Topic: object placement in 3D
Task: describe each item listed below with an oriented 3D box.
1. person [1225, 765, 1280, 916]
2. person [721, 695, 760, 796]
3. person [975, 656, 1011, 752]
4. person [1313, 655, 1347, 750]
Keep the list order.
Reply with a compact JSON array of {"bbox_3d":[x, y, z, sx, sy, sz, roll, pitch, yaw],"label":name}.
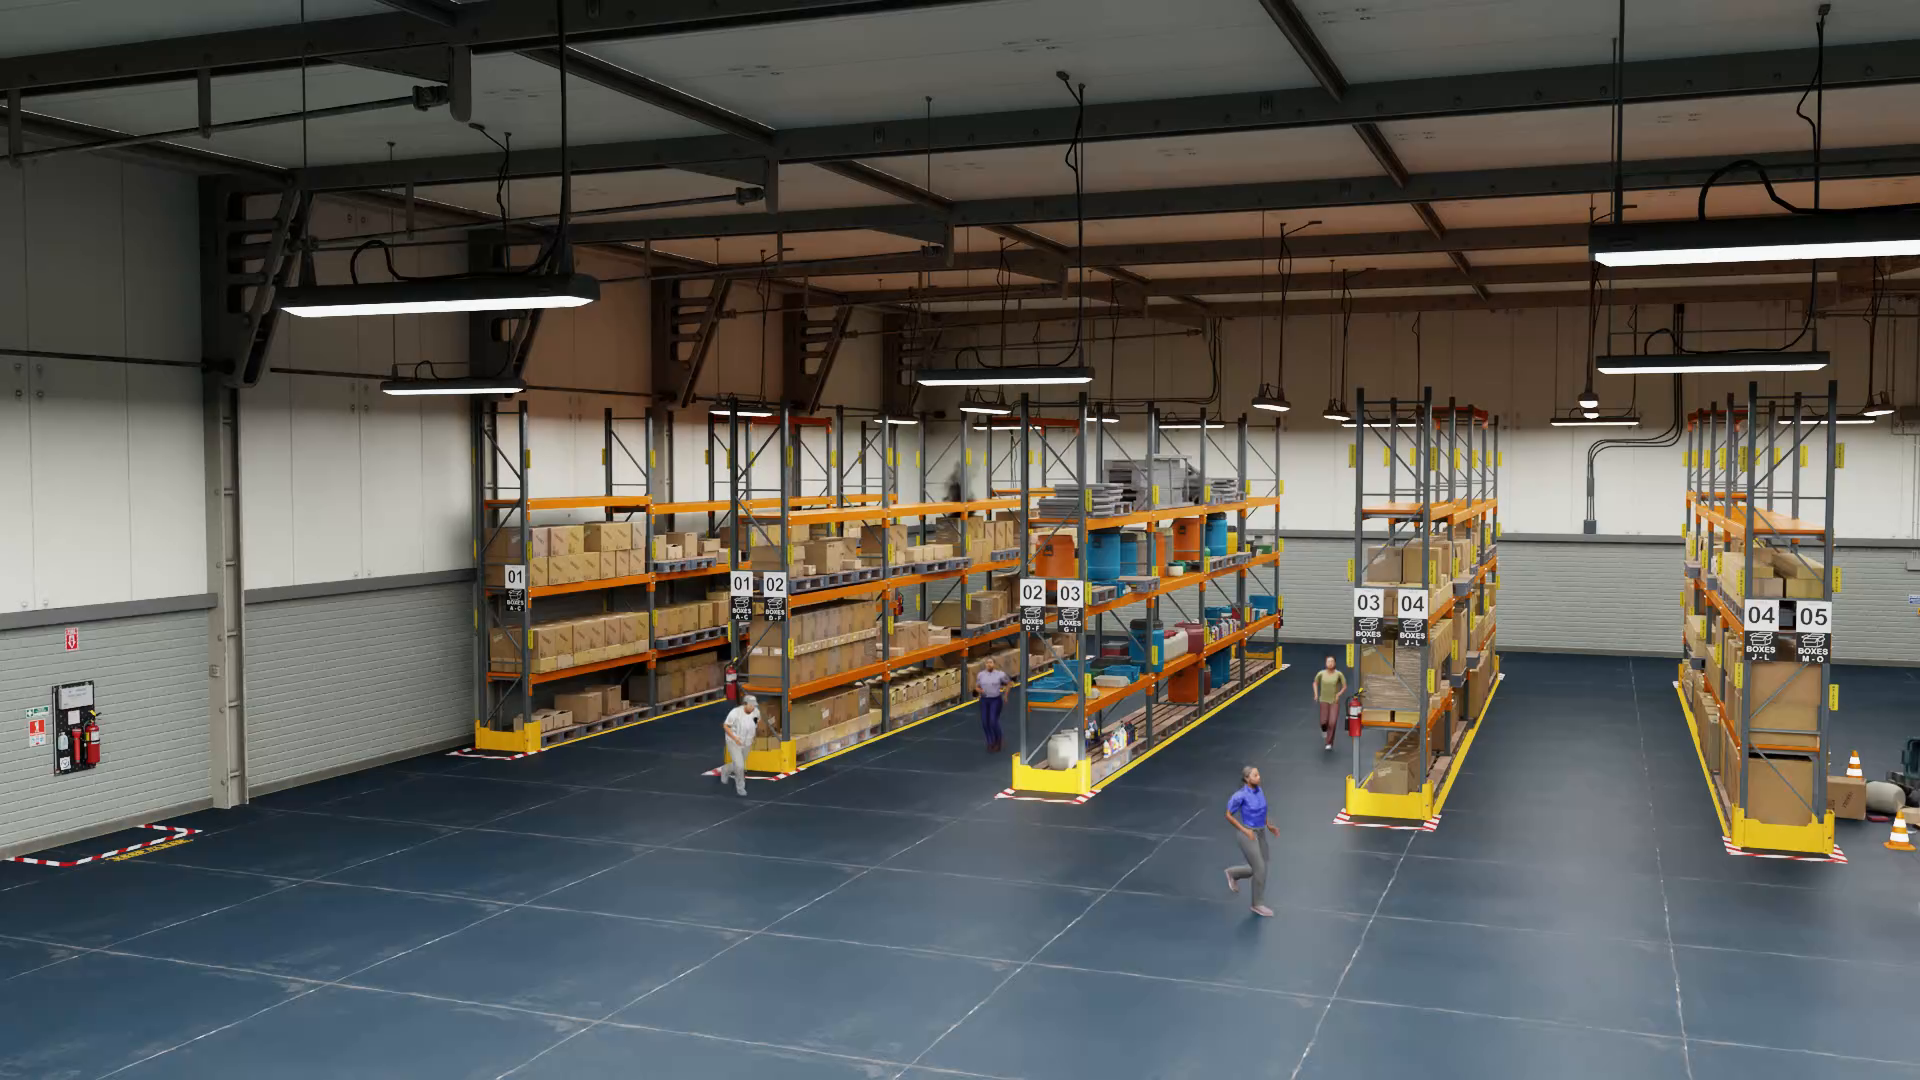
[{"bbox_3d":[3.193,3.314,18.426,0.577,1.620,0.664,-3,4,-45],"label":"person"},{"bbox_3d":[-3.297,3.053,24.919,0.614,1.548,0.985,-2,3,-36],"label":"person"},{"bbox_3d":[0.529,2.810,28.365,0.582,1.620,0.643,1,3,17],"label":"person"},{"bbox_3d":[6.389,2.800,28.718,0.583,1.623,0.556,1,3,14],"label":"person"}]
